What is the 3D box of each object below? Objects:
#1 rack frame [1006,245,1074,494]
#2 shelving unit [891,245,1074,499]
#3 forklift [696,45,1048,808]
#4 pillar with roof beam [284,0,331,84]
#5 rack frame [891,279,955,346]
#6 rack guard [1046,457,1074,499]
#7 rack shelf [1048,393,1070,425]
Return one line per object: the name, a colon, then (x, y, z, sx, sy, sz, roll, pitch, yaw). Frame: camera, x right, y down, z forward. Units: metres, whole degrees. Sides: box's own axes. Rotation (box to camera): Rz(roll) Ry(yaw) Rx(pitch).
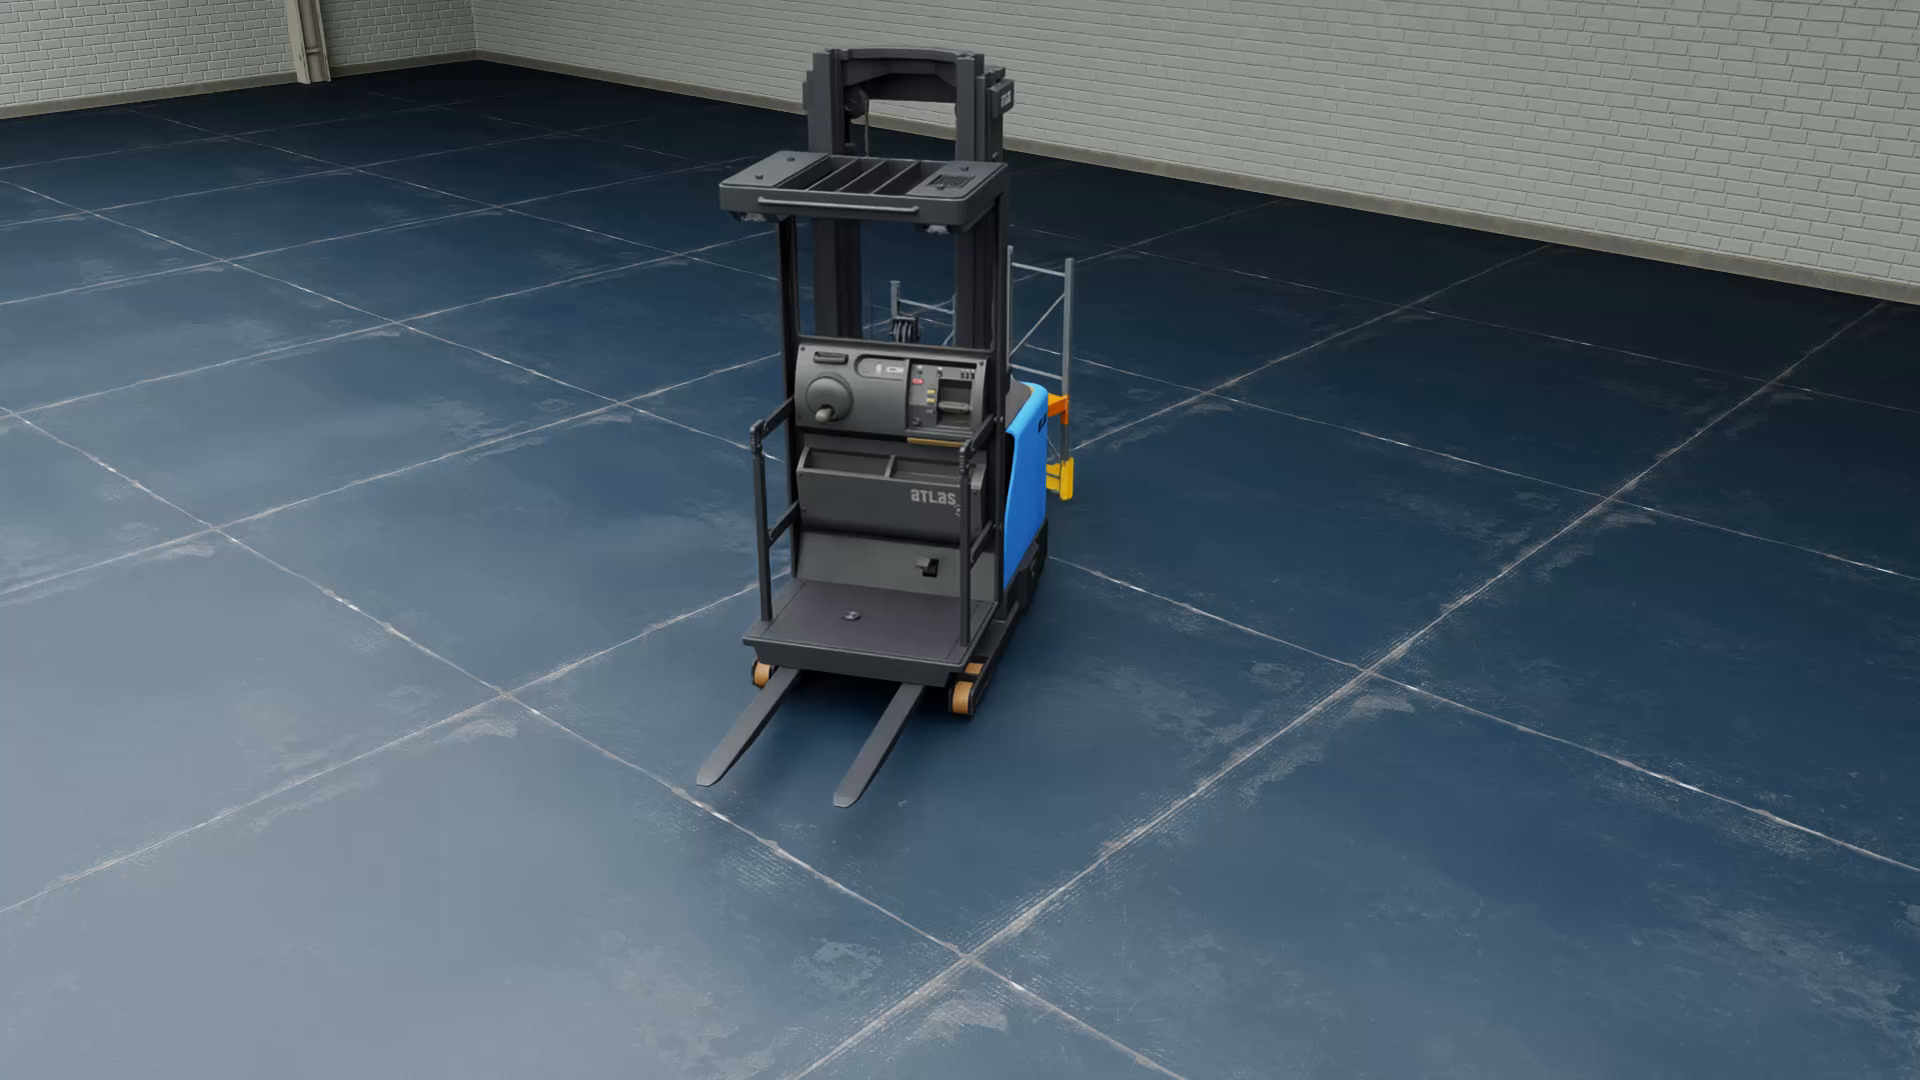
rack frame: (0.471, -1.029, 10.212, 0.500, 1.500, 0.032, 19, 30, 36)
shelving unit: (0.138, -0.867, 9.851, 0.587, 1.500, 1.083, 19, 30, 36)
forklift: (-0.385, -0.679, 7.681, 1.130, 2.935, 3.031, 6, 25, 14)
pillar with roof beam: (-6.638, -9.924, 20.885, 9.100, 9.000, 0.400, 20, 31, 38)
rack frame: (-0.184, -0.711, 9.503, 0.500, 1.500, 0.032, 19, 30, 36)
rack guard: (0.459, -0.453, 10.455, 0.587, 0.250, 0.087, 19, 30, 36)
rack shelf: (0.143, -0.706, 9.931, 0.538, 0.185, 1.000, 19, 30, 36)
